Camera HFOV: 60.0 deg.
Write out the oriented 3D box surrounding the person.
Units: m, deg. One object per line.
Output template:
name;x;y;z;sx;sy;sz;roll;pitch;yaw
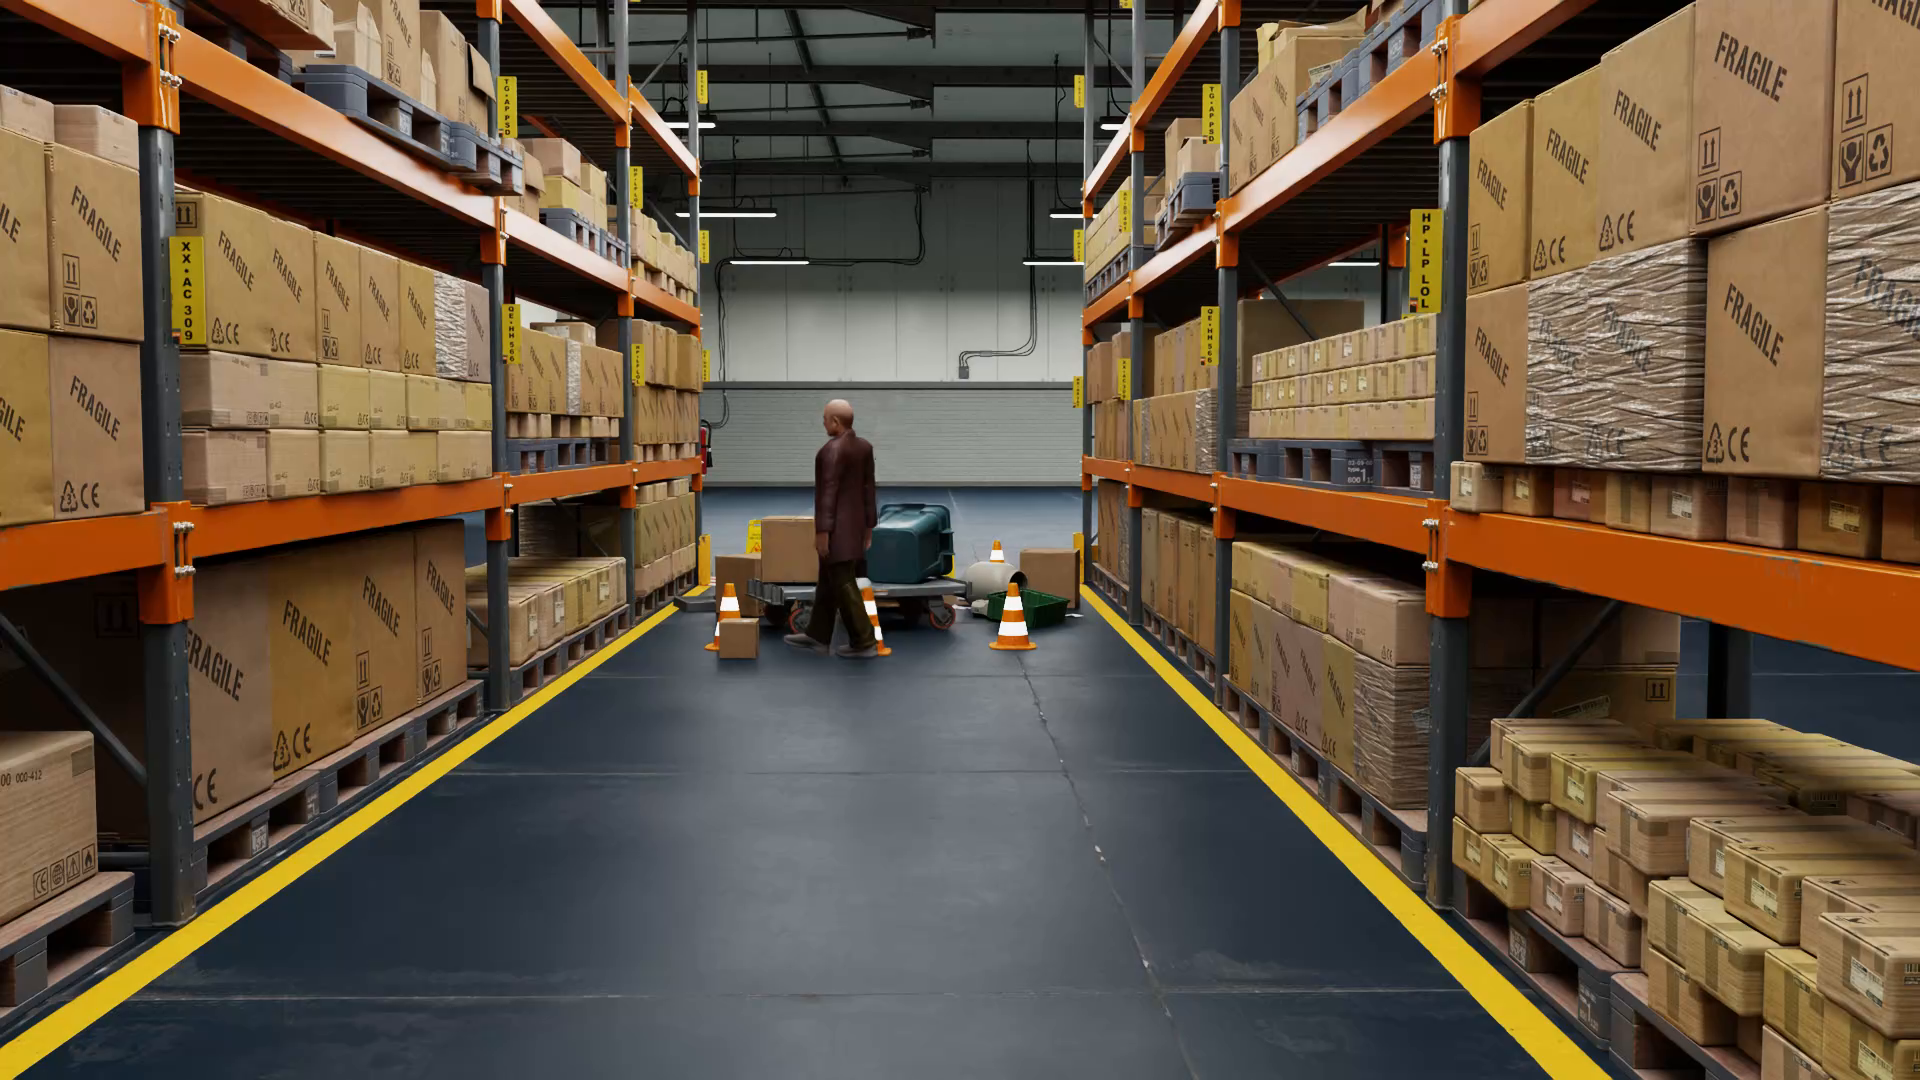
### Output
person;-0.910;-0.080;11.392;0.831;1.759;0.634;2;4;26
